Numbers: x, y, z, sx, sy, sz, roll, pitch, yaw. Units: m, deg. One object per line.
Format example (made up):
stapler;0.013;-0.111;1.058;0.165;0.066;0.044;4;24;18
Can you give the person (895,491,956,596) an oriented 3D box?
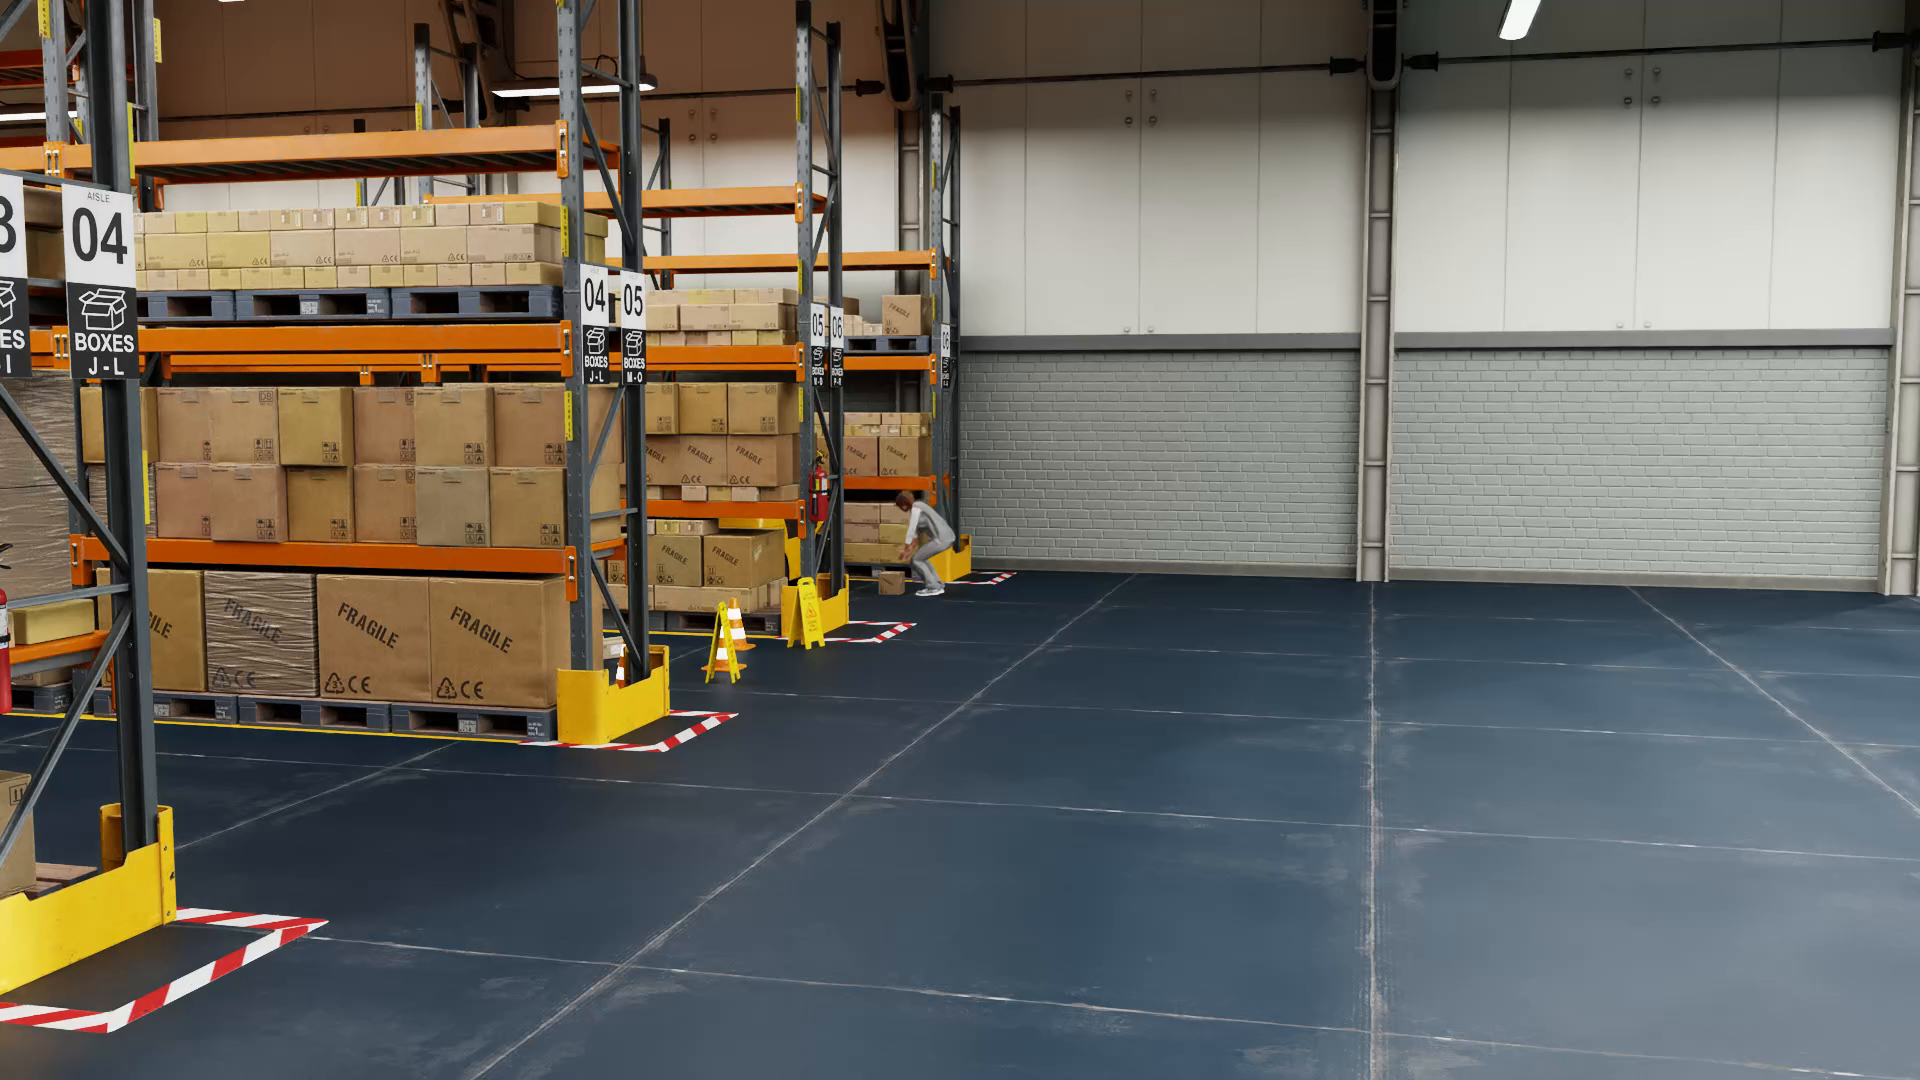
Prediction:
person;-0.408;0.042;19.354;0.701;1.214;0.462;1;5;14
